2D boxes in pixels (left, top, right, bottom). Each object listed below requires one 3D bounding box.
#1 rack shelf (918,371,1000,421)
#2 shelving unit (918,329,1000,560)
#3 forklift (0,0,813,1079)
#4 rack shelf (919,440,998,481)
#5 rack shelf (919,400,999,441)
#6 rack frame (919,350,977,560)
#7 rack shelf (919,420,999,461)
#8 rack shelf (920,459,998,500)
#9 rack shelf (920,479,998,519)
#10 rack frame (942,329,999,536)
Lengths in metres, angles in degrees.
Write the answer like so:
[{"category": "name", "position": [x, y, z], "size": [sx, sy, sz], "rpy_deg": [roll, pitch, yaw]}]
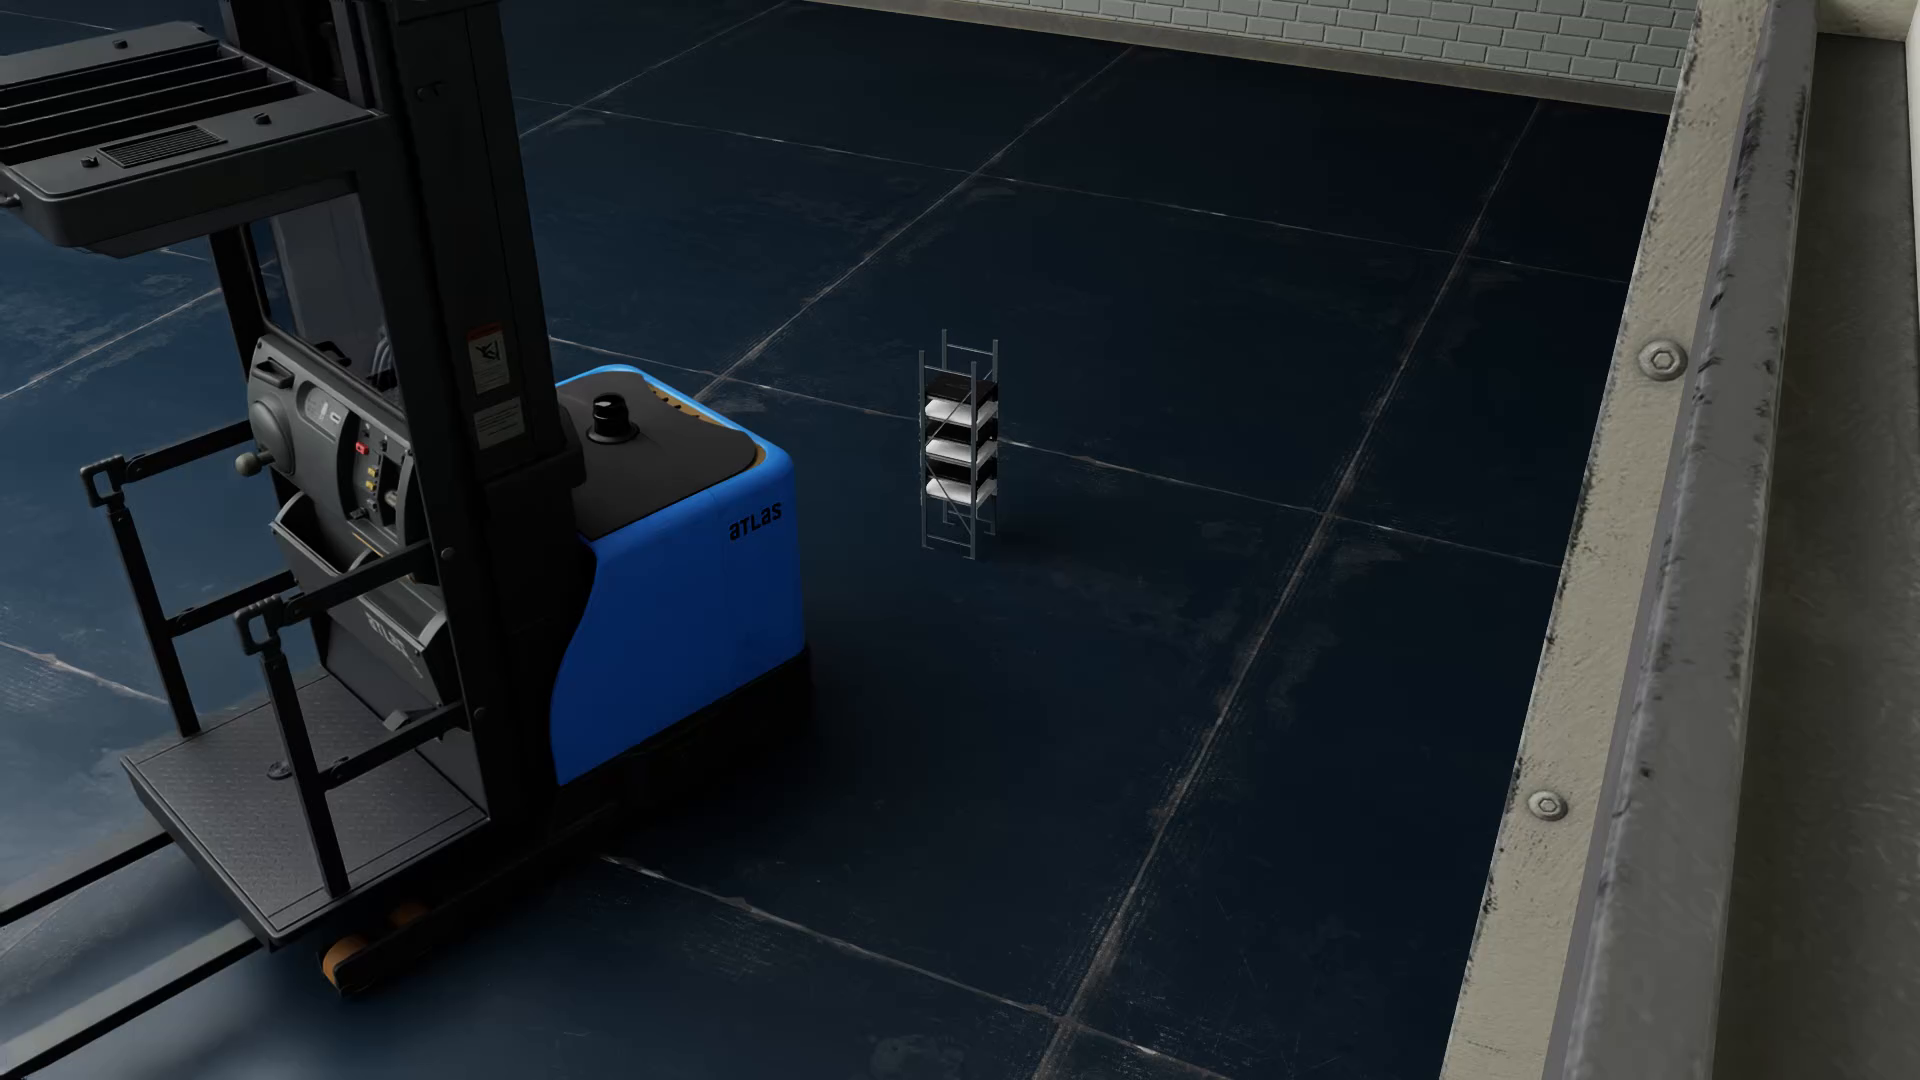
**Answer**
[{"category": "rack shelf", "position": [-0.003, -0.570, 6.517], "size": [0.258, 0.077, 0.200], "rpy_deg": [14, 36, 20]}, {"category": "shelving unit", "position": [-0.003, -0.372, 6.647], "size": [0.258, 0.900, 0.210], "rpy_deg": [14, 36, 20]}, {"category": "forklift", "position": [-1.924, -0.222, 4.565], "size": [3.031, 2.935, 1.130], "rpy_deg": [-28, 43, -36]}, {"category": "rack shelf", "position": [-0.003, -0.344, 6.665], "size": [0.258, 0.077, 0.200], "rpy_deg": [14, 36, 20]}, {"category": "rack shelf", "position": [-0.003, -0.495, 6.566], "size": [0.258, 0.077, 0.200], "rpy_deg": [14, 36, 20]}, {"category": "rack frame", "position": [-0.046, -0.322, 6.570], "size": [0.240, 0.900, 0.006], "rpy_deg": [14, 36, 20]}, {"category": "rack shelf", "position": [-0.003, -0.420, 6.616], "size": [0.258, 0.077, 0.200], "rpy_deg": [14, 36, 20]}, {"category": "rack shelf", "position": [-0.003, -0.269, 6.714], "size": [0.258, 0.077, 0.200], "rpy_deg": [14, 36, 20]}, {"category": "rack shelf", "position": [-0.003, -0.194, 6.764], "size": [0.258, 0.077, 0.200], "rpy_deg": [14, 36, 20]}, {"category": "rack frame", "position": [0.039, -0.423, 6.724], "size": [0.240, 0.900, 0.006], "rpy_deg": [14, 36, 20]}]
